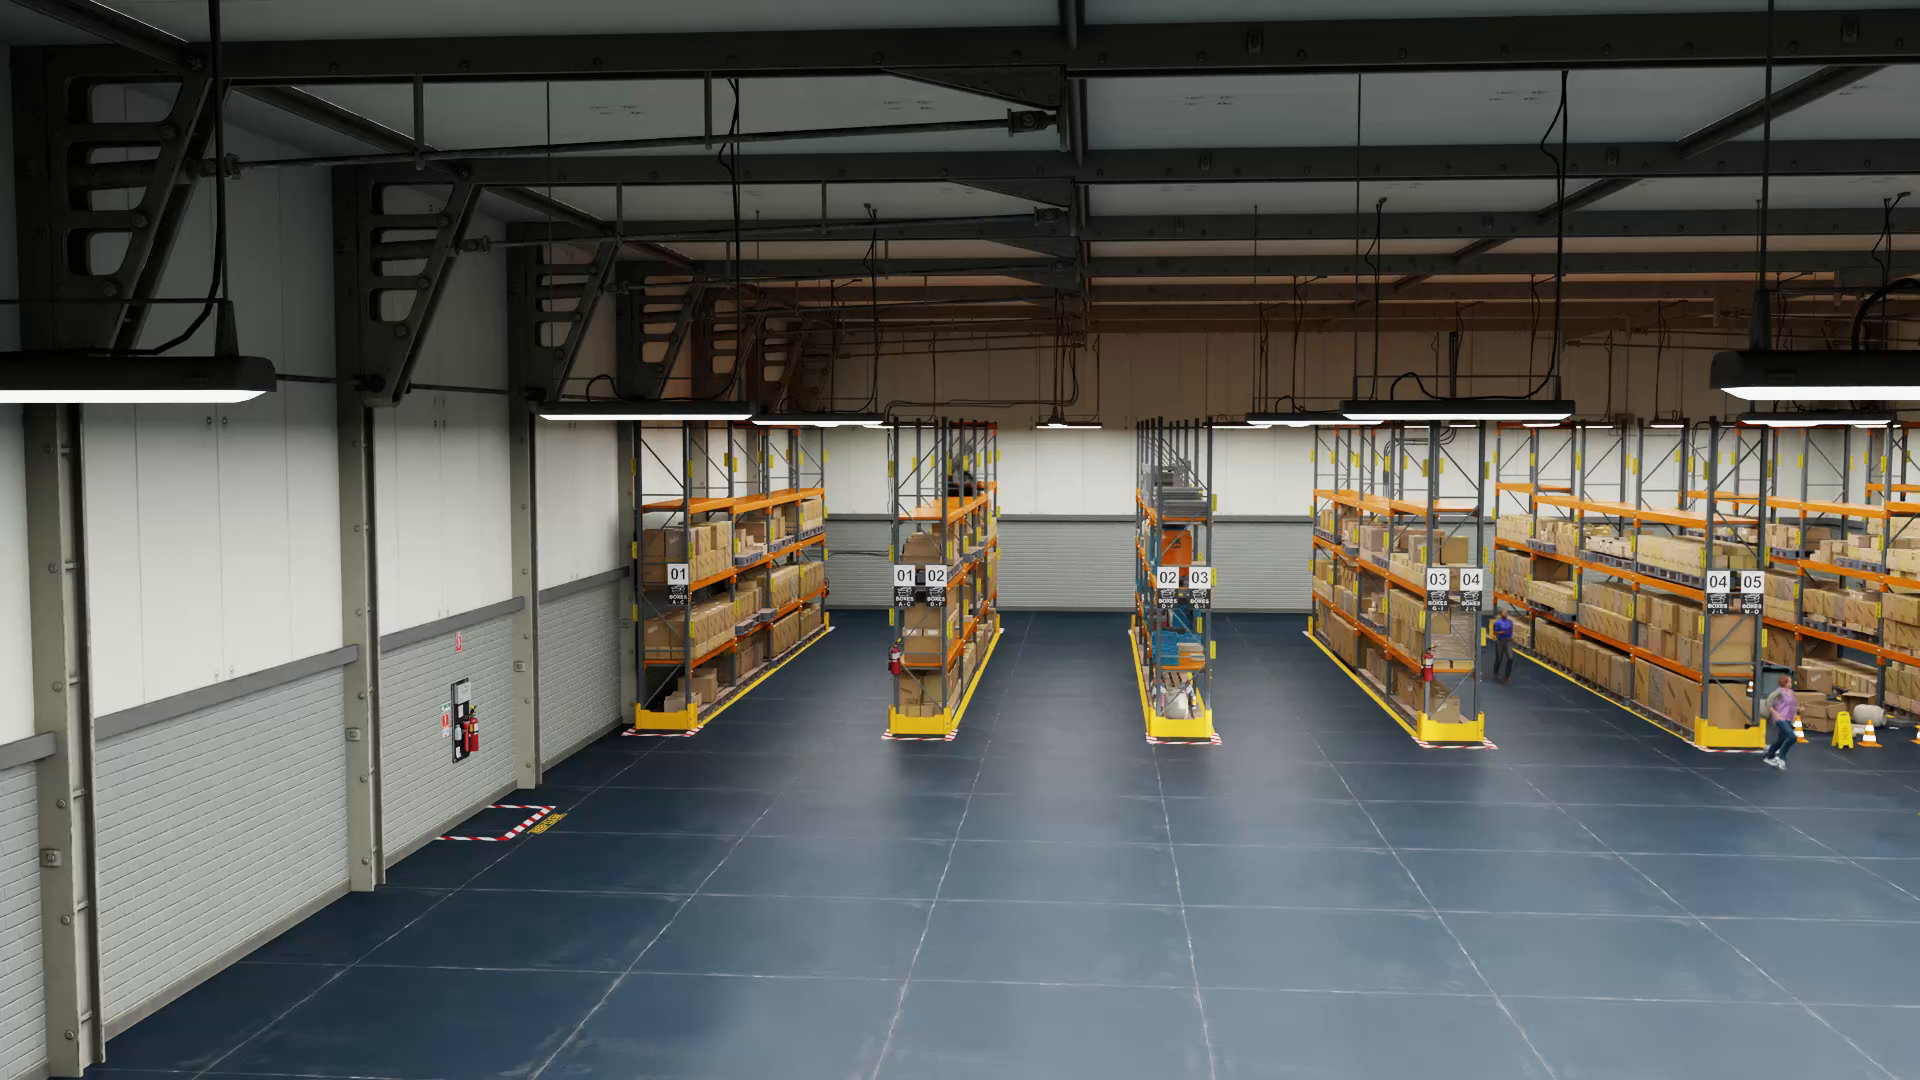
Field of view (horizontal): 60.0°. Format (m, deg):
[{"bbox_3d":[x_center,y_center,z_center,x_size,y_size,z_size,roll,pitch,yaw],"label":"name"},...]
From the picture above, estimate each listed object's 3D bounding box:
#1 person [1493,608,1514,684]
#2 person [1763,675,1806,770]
[{"bbox_3d":[12.432,2.468,38.028,0.556,1.613,0.714,0,4,-4],"label":"person"},{"bbox_3d":[13.965,3.092,28.179,0.513,1.599,0.674,-3,5,-38],"label":"person"}]
